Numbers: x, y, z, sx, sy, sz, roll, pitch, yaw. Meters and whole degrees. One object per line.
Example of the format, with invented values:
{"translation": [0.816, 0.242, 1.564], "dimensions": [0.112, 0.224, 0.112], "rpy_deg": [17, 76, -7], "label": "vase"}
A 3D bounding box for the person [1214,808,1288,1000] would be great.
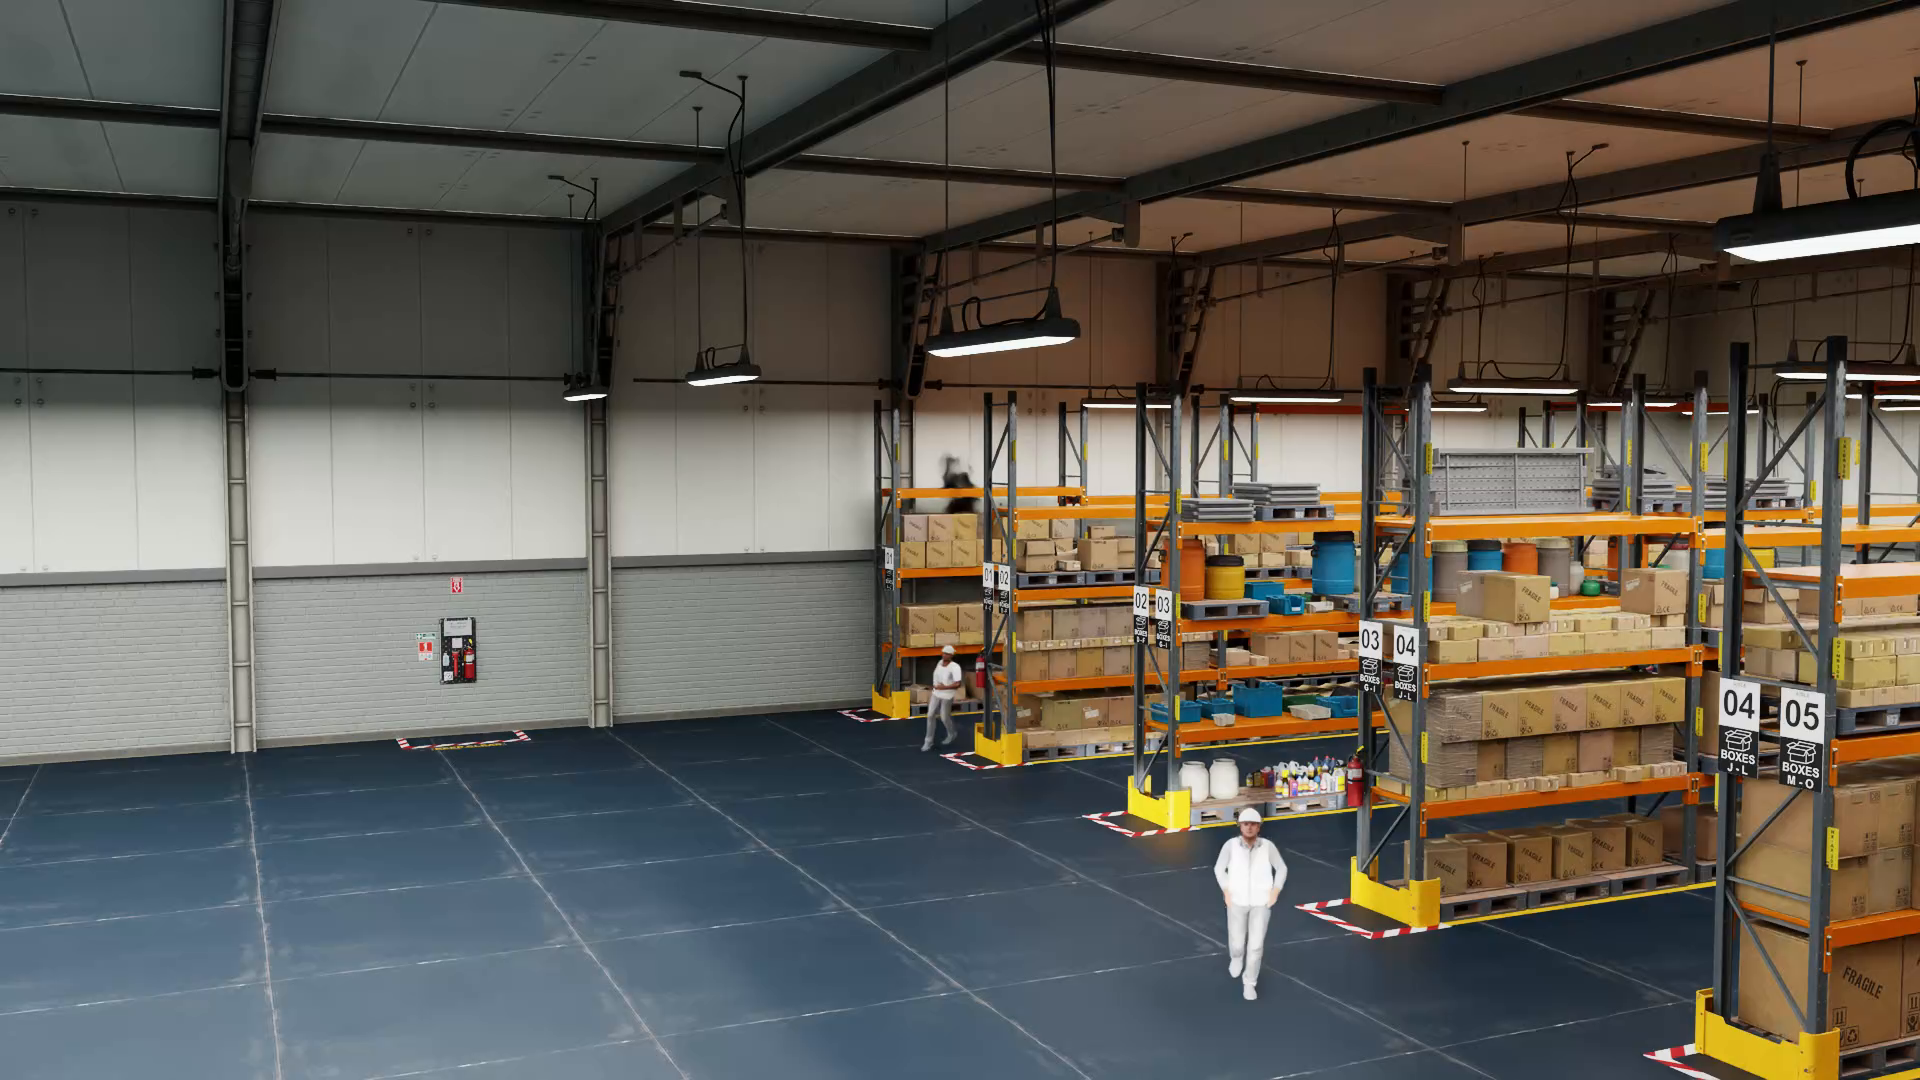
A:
{"translation": [2.742, 3.388, 15.678], "dimensions": [0.683, 1.753, 0.615], "rpy_deg": [1, 3, 10], "label": "person"}

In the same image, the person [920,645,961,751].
{"translation": [-0.238, 2.657, 28.083], "dimensions": [0.704, 1.783, 0.827], "rpy_deg": [3, 4, 37], "label": "person"}
